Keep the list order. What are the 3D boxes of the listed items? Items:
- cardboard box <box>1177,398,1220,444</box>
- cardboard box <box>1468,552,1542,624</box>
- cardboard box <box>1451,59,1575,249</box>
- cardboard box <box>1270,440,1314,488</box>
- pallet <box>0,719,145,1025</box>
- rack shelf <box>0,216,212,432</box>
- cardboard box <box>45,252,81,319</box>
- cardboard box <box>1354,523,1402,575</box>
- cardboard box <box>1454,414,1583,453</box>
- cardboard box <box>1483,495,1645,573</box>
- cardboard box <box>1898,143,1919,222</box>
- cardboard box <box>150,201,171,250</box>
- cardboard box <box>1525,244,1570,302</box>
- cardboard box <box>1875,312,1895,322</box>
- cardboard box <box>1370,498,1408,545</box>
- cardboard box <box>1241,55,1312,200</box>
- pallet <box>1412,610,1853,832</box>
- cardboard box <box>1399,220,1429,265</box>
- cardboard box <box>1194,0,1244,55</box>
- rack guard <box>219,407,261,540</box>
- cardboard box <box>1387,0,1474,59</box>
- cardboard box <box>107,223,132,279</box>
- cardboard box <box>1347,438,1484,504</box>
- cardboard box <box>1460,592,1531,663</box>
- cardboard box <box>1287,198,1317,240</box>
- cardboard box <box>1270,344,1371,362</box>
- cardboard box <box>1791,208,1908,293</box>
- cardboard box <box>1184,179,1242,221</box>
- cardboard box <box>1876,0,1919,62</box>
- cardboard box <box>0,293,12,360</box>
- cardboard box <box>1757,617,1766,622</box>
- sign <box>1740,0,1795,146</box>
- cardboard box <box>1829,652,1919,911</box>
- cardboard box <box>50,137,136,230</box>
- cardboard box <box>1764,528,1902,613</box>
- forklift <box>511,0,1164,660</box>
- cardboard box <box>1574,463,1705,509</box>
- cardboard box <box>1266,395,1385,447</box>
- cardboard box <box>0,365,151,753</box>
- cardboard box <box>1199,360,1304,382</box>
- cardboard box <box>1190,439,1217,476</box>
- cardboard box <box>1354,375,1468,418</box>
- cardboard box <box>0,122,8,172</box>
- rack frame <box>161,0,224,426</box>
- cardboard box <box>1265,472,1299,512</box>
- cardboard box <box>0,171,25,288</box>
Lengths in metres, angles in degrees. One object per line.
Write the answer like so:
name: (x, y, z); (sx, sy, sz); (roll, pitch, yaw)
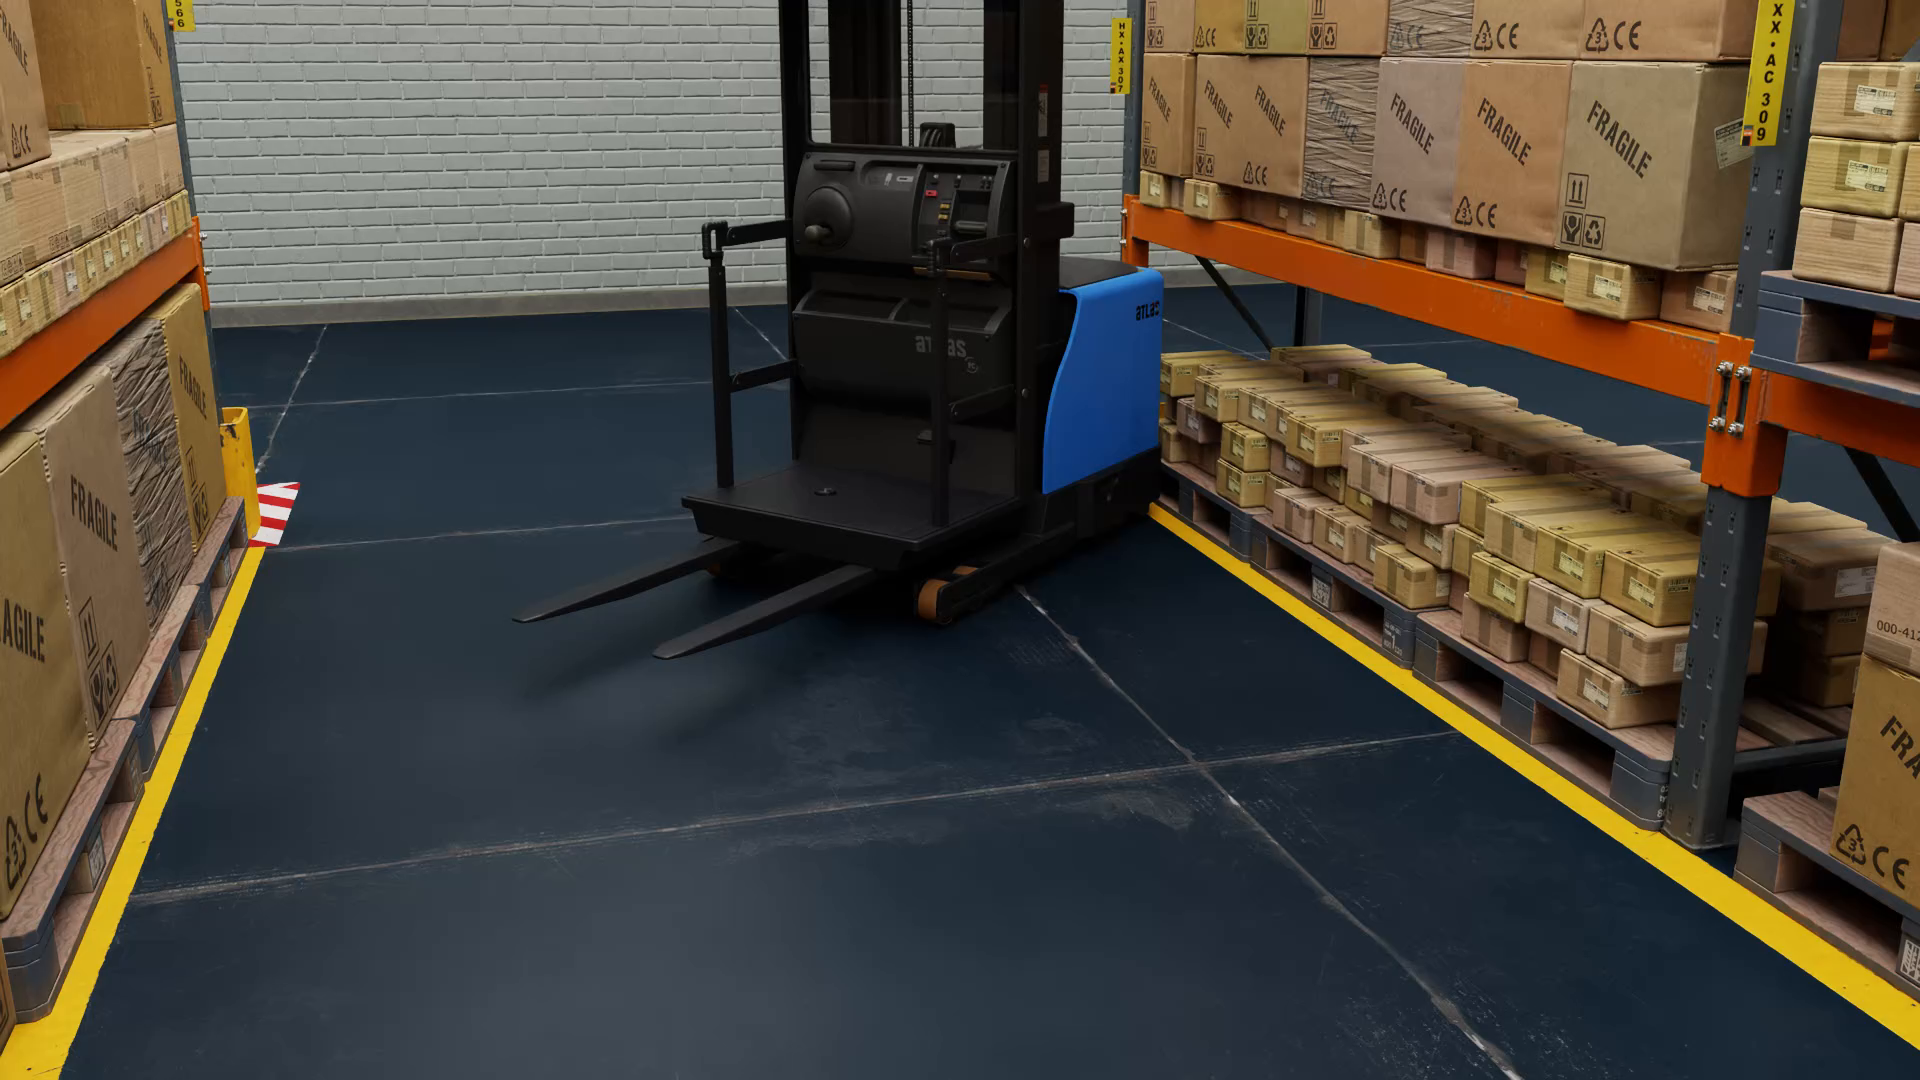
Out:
cardboard box: (1.162, -0.526, 7.197); (0.380, 0.149, 0.250); (-5, 17, -16)
cardboard box: (1.774, 0.127, 5.025); (0.380, 0.149, 0.250); (-5, 18, -17)
cardboard box: (1.797, -1.132, 4.816); (0.500, 0.500, 0.500); (-5, 17, -17)
cardboard box: (1.445, -0.320, 6.510); (0.380, 0.149, 0.250); (-6, 18, -18)
pallet: (-2.587, 0.797, 3.933); (1.003, 0.211, 1.213); (-5, 17, -15)
rack shelf: (-3.003, -0.531, 4.756); (1.077, 0.370, 4.000); (-5, 17, -15)
cardboard box: (-2.571, -0.669, 4.401); (0.380, 0.149, 0.250); (-4, 17, -15)
cardboard box: (1.617, 0.032, 5.856); (0.380, 0.149, 0.250); (-4, 17, -14)
cardboard box: (2.043, -0.353, 6.105); (0.380, 0.149, 0.250); (-5, 17, -15)
cardboard box: (1.812, -0.021, 4.999); (0.380, 0.149, 0.250); (-5, 17, -16)
cardboard box: (2.083, -0.693, 3.234); (0.380, 0.149, 0.250); (-5, 17, -16)
cardboard box: (-2.997, -1.094, 5.818); (0.380, 0.149, 0.250); (-5, 17, -15)
cardboard box: (1.848, -0.768, 4.731); (0.380, 0.149, 0.250); (-4, 17, -13)
cardboard box: (2.580, -0.670, 4.407); (0.380, 0.149, 0.250); (-4, 17, -13)
cardboard box: (1.657, -0.095, 5.763); (0.380, 0.149, 0.250); (-6, 18, -18)
cardboard box: (1.396, -1.555, 6.223); (0.500, 0.500, 0.500); (-4, 17, -15)
pallet: (2.125, 0.466, 5.034); (1.003, 0.211, 1.213); (-5, 17, -15)
cardboard box: (1.679, -0.989, 5.466); (0.380, 0.149, 0.250); (-5, 17, -16)
cardboard box: (1.257, -2.178, 6.560); (0.500, 0.500, 0.500); (-4, 17, -14)
rack guard: (-3.559, -0.238, 6.876); (1.175, 0.500, 0.348); (-5, 17, -15)
cardboard box: (1.680, -1.750, 5.134); (0.500, 0.500, 0.500); (-4, 17, -14)
cardboard box: (-2.784, -0.882, 5.111); (0.380, 0.149, 0.250); (-5, 17, -15)
cardboard box: (1.566, -0.240, 5.728); (0.380, 0.149, 0.250); (-5, 18, -17)
cardboard box: (1.783, 0.250, 5.132); (0.380, 0.149, 0.250); (-5, 18, -17)
cardboard box: (1.445, -1.203, 6.180); (0.380, 0.149, 0.250); (-5, 17, -16)
cardboard box: (1.633, -0.787, 7.550); (0.380, 0.149, 0.250); (-4, 17, -15)
cardboard box: (2.010, -0.622, 3.515); (0.380, 0.149, 0.250); (-6, 18, -18)
cardboard box: (1.150, -1.411, 6.873); (0.380, 0.149, 0.250); (-5, 17, -17)
cardboard box: (2.454, -1.500, 4.302); (0.500, 0.500, 0.500); (-4, 17, -14)
cardboard box: (-2.360, -0.456, 3.691); (0.380, 0.149, 0.250); (-4, 17, -13)
cardboard box: (2.396, 0.147, 4.958); (0.380, 0.149, 0.250); (-5, 17, -15)
sign: (1.824, -1.056, 3.749); (0.100, 0.325, 0.005); (-5, 17, -15)
cardboard box: (2.292, 0.535, 3.572); (0.500, 0.500, 0.500); (-4, 17, -13)
cardboard box: (-2.885, -1.105, 5.161); (0.500, 0.250, 0.500); (-5, 18, -17)
cardboard box: (2.448, 0.081, 4.659); (0.380, 0.149, 0.250); (-4, 17, -13)
forklift: (-0.342, -1.252, 6.025); (1.130, 2.935, 3.031); (11, 20, 31)
cardboard box: (2.219, -0.136, 5.383); (0.380, 0.149, 0.250); (-5, 17, -17)
cardboard box: (1.414, -0.456, 6.447); (0.380, 0.149, 0.250); (-4, 17, -13)
cardboard box: (-2.805, 0.056, 4.514); (0.875, 0.875, 0.875); (-5, 17, -15)
cardboard box: (1.253, -0.675, 7.177); (0.380, 0.149, 0.250); (-4, 17, -14)
cardboard box: (1.231, -0.393, 7.270); (0.380, 0.149, 0.250); (-5, 17, -15)
cardboard box: (1.851, -0.575, 6.843); (0.380, 0.149, 0.250); (-5, 18, -17)
cardboard box: (-2.467, -1.042, 3.646); (0.500, 0.500, 0.500); (-5, 17, -15)
rack frame: (-3.552, -1.429, 6.494); (1.000, 3.000, 0.127); (-5, 17, -15)
cardboard box: (1.433, -0.182, 6.569); (0.380, 0.149, 0.250); (-5, 17, -15)
cardboard box: (-2.462, -0.682, 3.751); (0.500, 0.250, 0.500); (-5, 17, -16)
